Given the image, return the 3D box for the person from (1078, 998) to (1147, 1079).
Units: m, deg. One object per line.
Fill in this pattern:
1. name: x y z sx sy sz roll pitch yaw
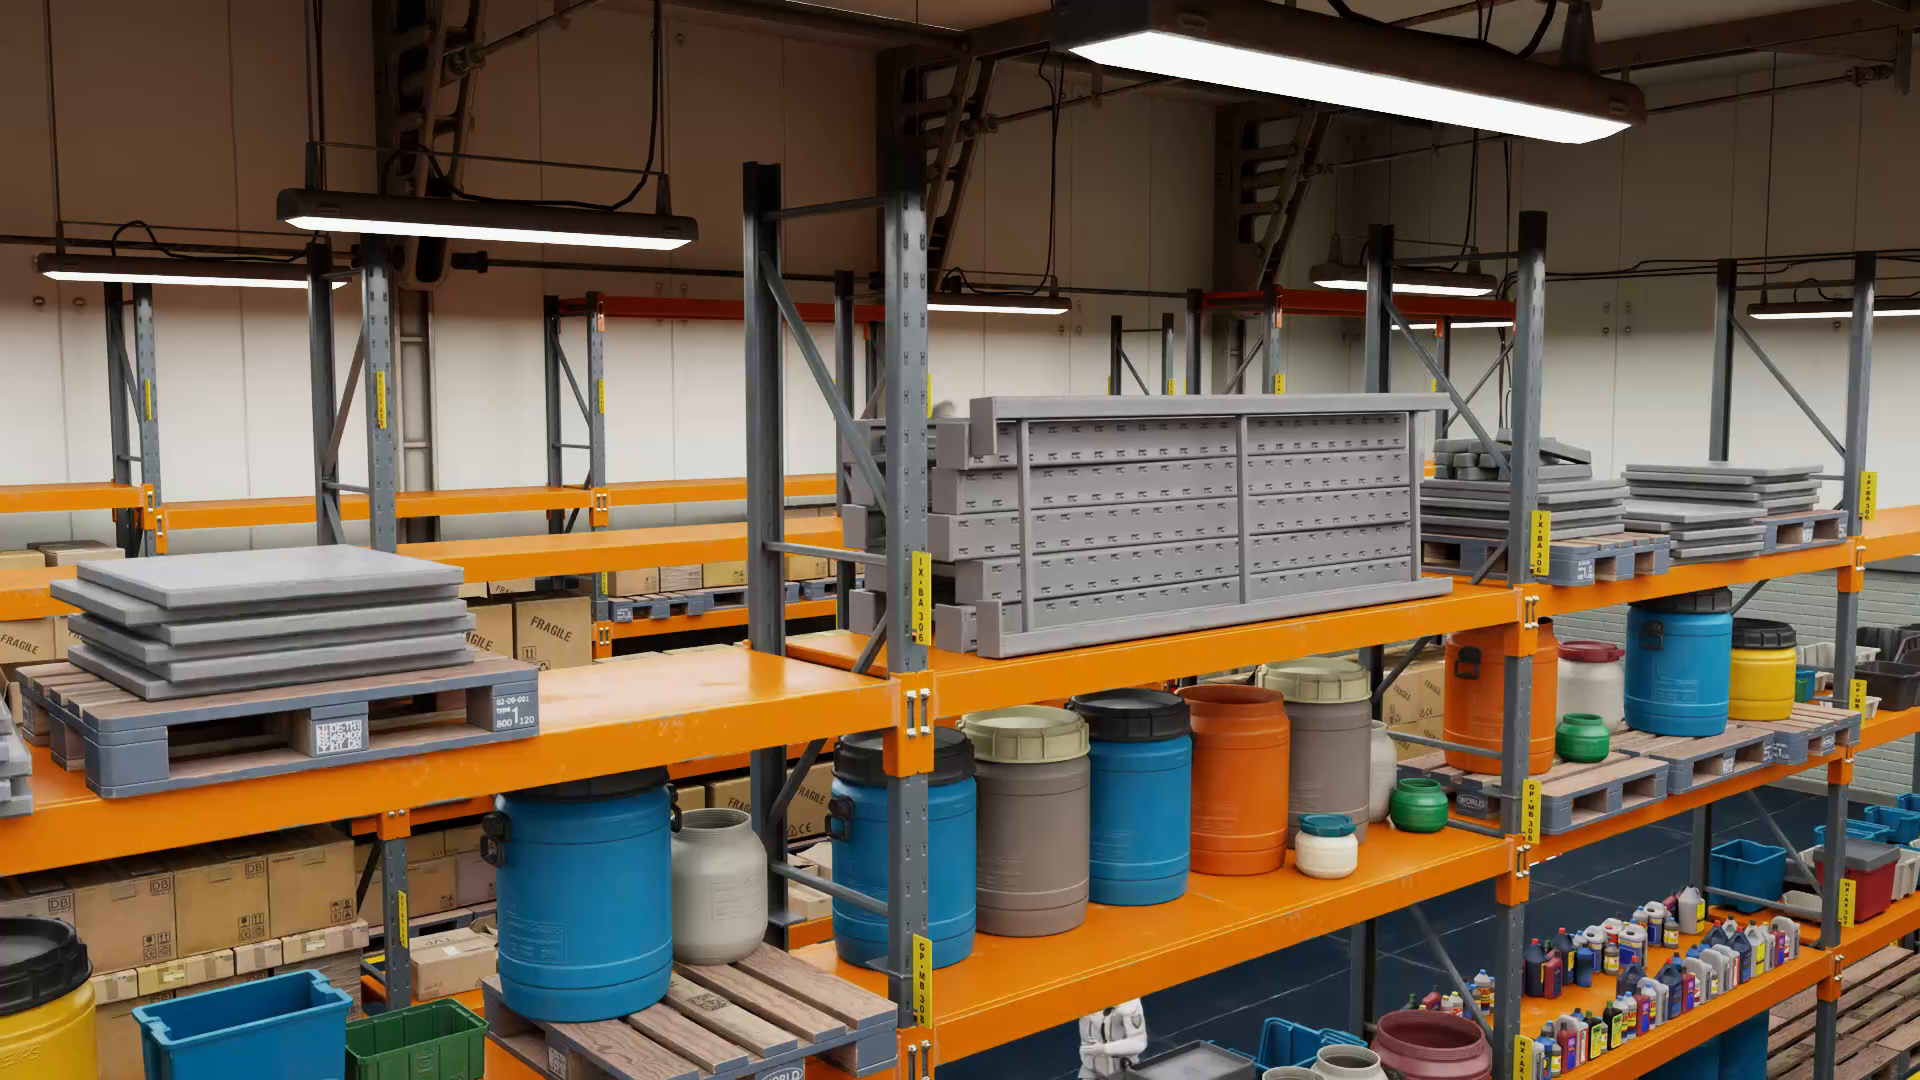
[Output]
1. person: 0.945 3.339 10.381 0.907 1.682 0.611 -5 7 -42
